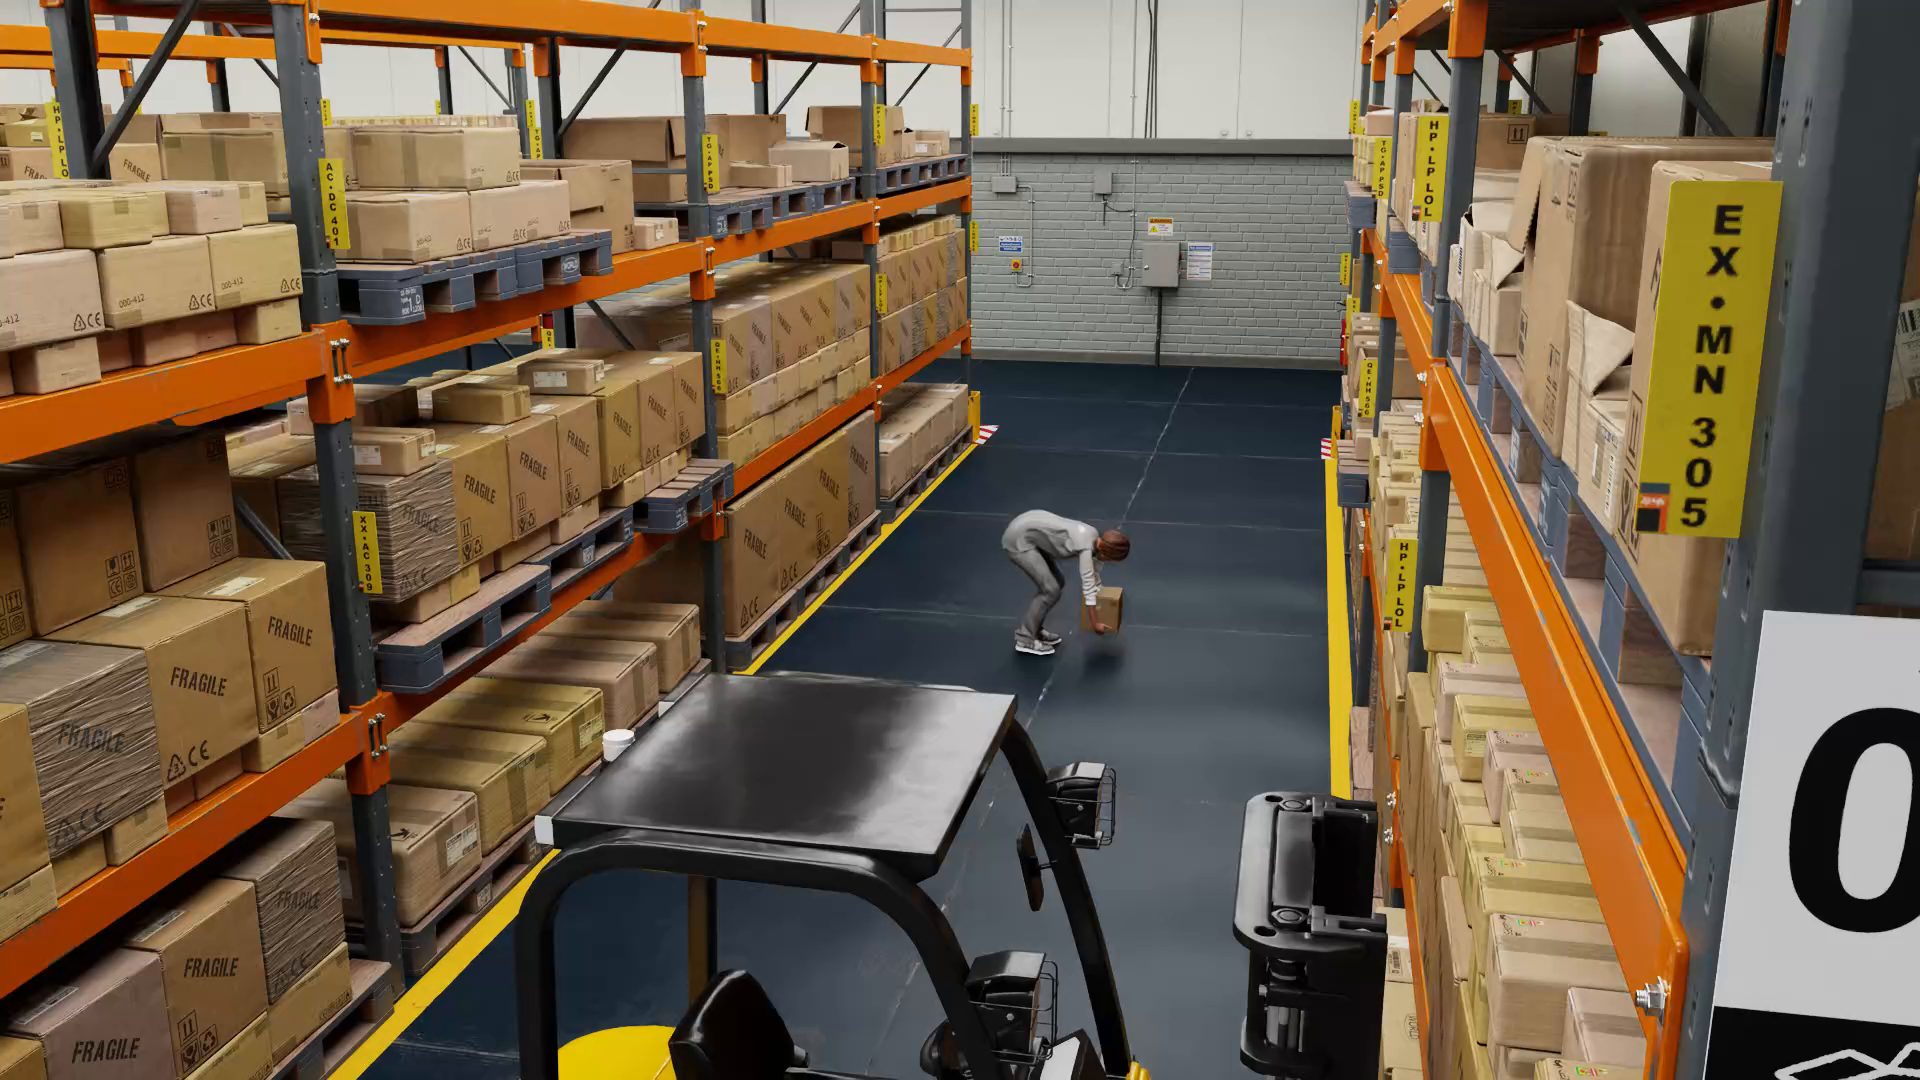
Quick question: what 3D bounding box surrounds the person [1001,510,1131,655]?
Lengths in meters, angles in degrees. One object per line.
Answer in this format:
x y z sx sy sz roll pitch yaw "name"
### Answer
0.708 0.285 11.207 0.868 0.959 0.408 2 15 9 "person"
